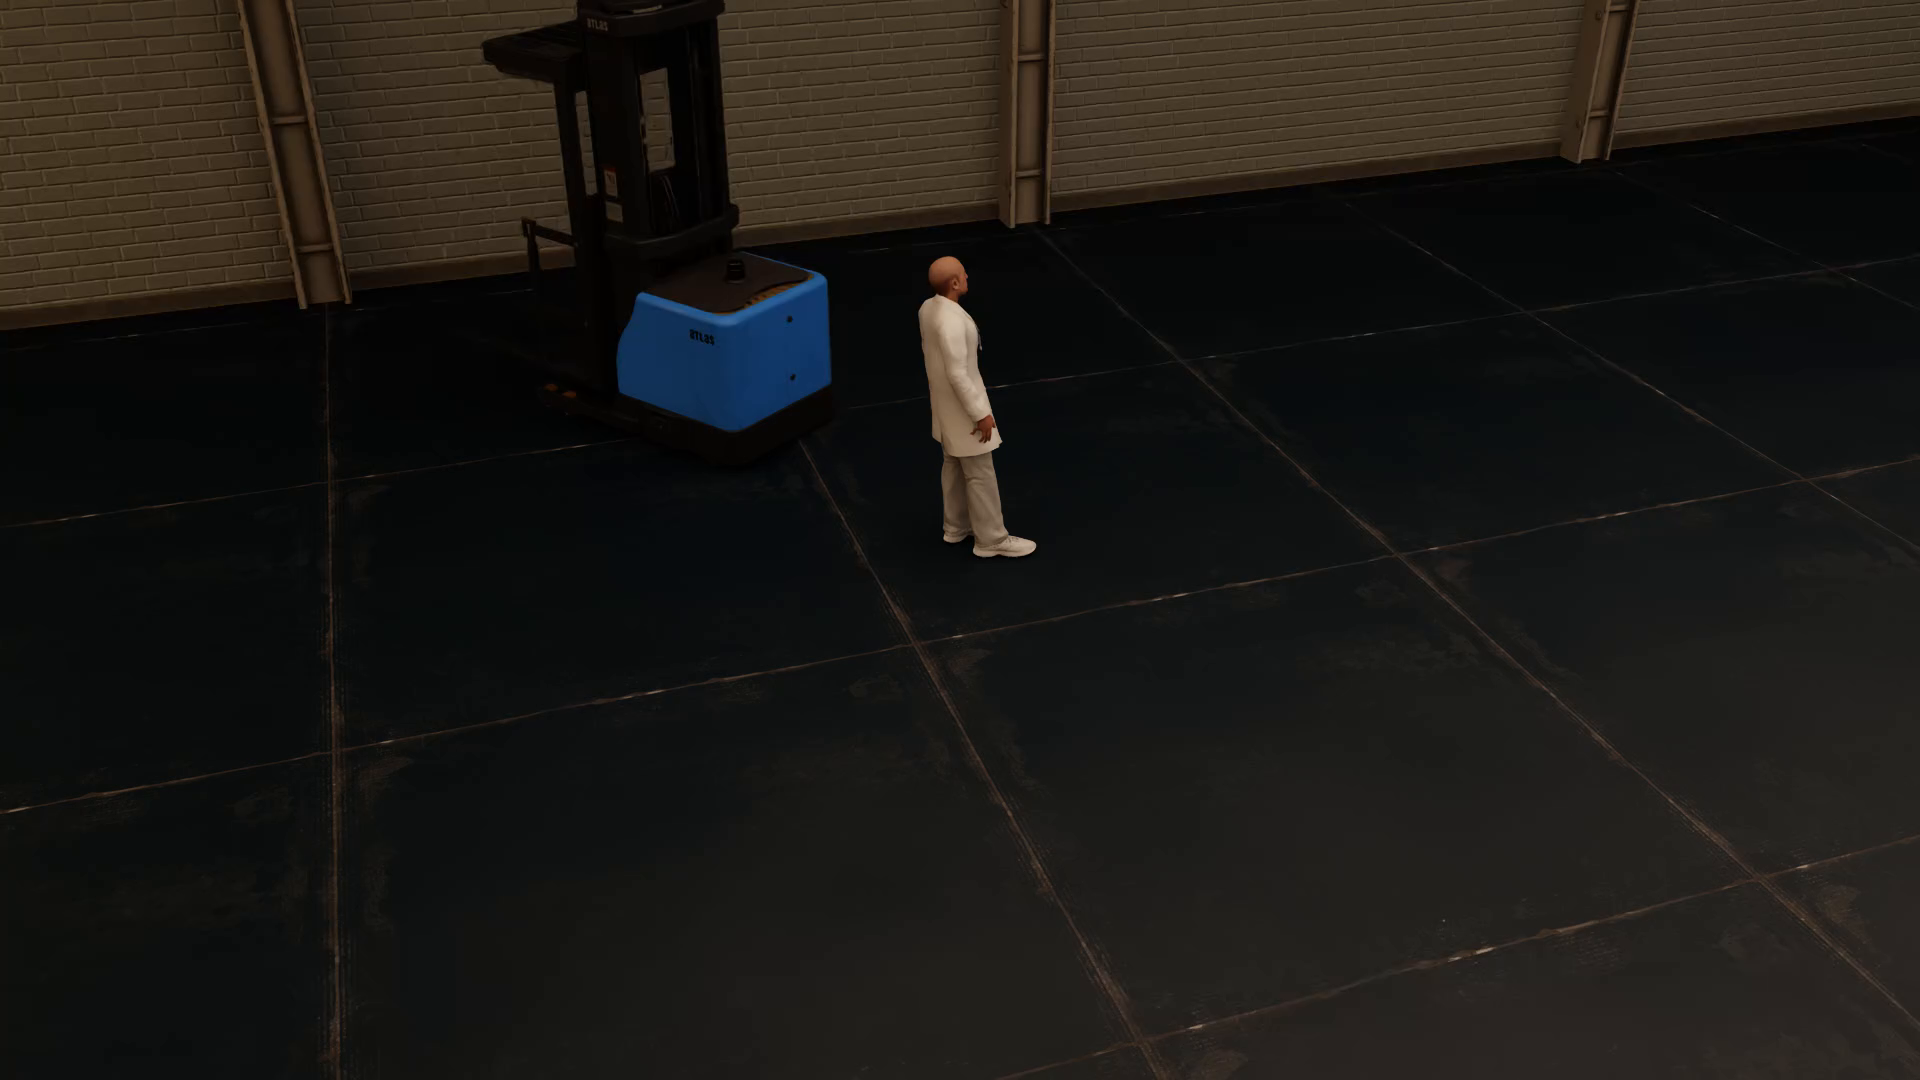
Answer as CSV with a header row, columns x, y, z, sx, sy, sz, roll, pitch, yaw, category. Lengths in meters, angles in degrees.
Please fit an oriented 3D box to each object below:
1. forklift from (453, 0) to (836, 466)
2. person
x,y,z,sx,sy,sz,roll,pitch,yaw,category
-2.339,-2.325,11.128,3.031,2.935,1.130,20,36,31,forklift
0.087,-0.789,9.600,0.581,1.776,0.696,-10,31,-16,person
